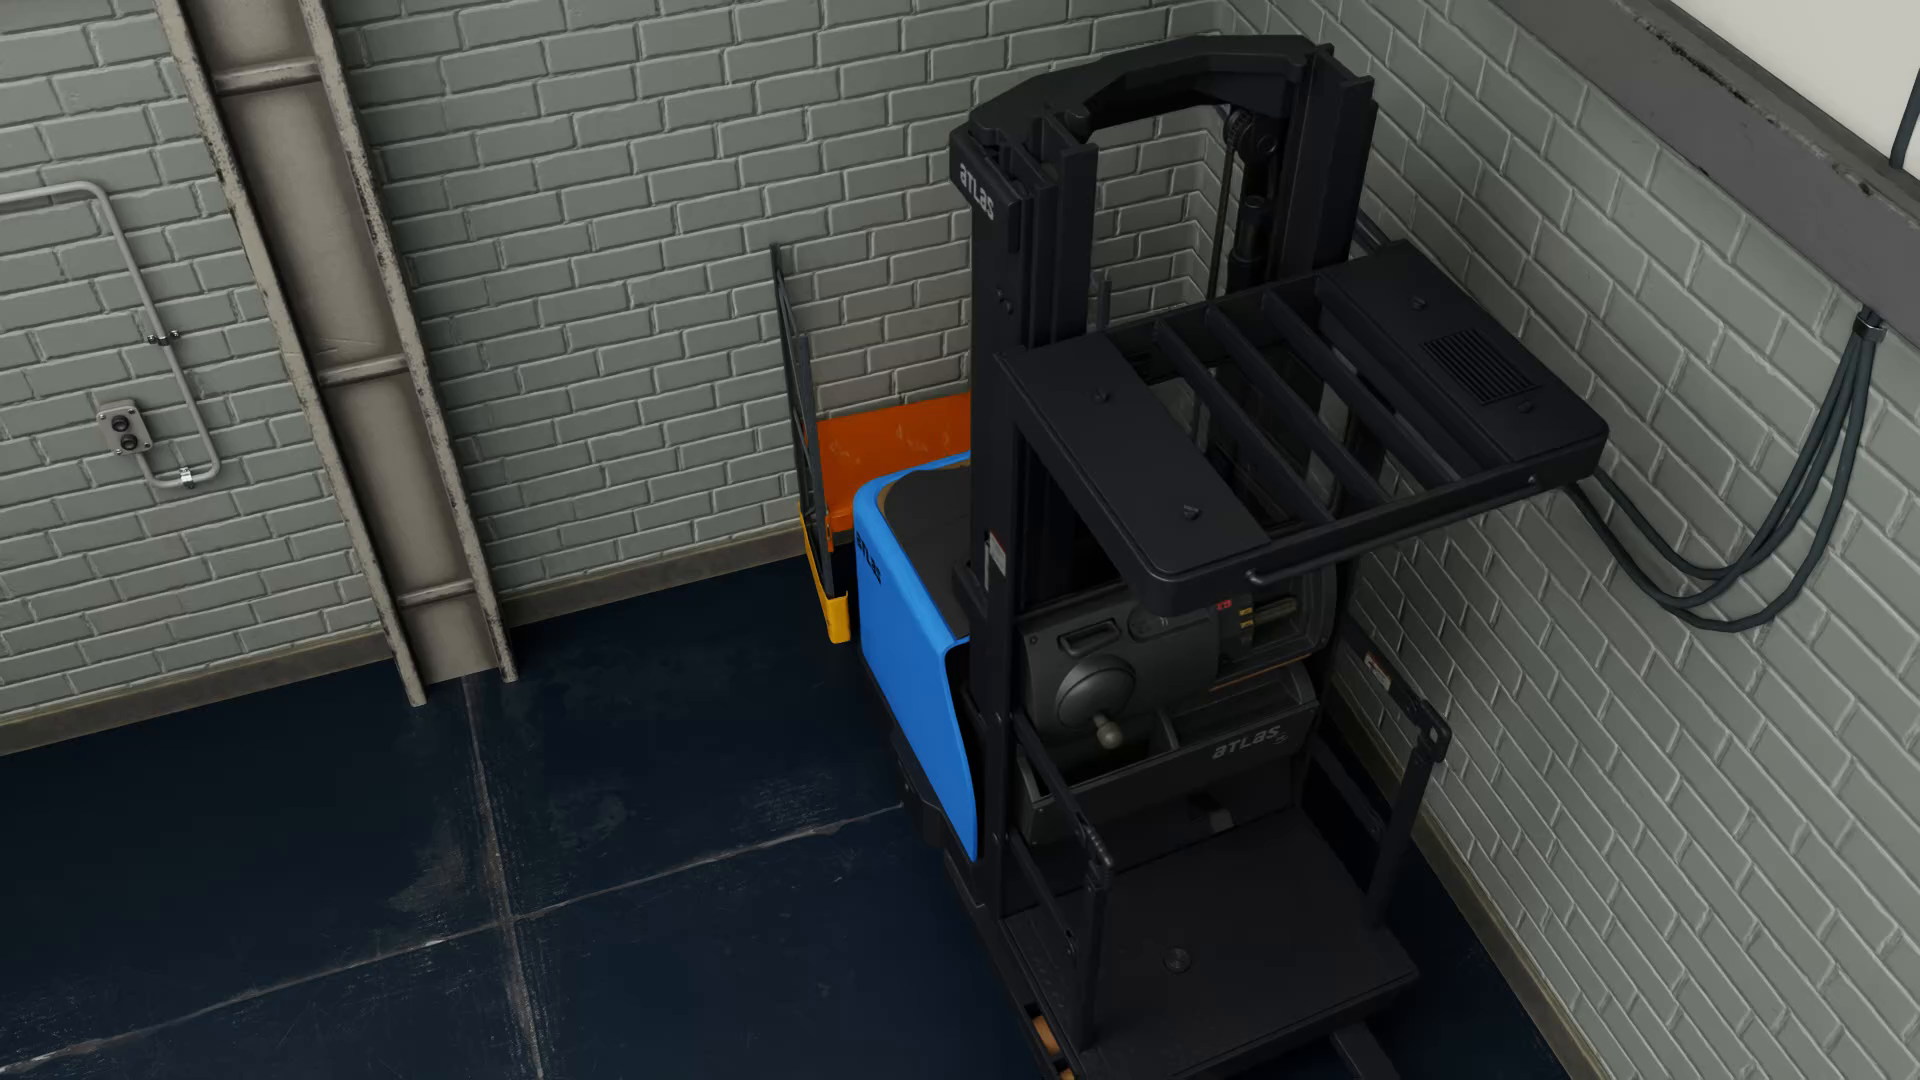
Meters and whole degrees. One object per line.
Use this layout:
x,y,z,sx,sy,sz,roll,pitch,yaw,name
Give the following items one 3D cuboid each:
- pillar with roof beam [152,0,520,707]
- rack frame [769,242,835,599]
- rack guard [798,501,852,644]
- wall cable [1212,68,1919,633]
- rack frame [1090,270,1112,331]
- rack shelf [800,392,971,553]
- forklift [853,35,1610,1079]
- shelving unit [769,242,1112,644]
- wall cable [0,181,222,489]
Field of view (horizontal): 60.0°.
-0.427,0.158,0.239,0.400,9.000,9.100,-14,47,-14,pillar with roof beam
-0.554,-0.318,5.993,0.032,1.500,0.500,-12,49,-10,rack frame
-0.528,0.098,6.459,0.087,0.250,0.587,-12,49,-10,rack guard
1.307,-1.510,4.094,0.112,2.526,3.097,-14,47,-14,wall cable
0.428,-0.521,6.162,0.032,1.500,0.500,-12,49,-10,rack frame
-0.061,-0.299,6.211,1.000,0.185,0.538,-12,49,-10,rack shelf
0.690,0.359,4.323,1.130,2.935,3.031,-17,48,-17,forklift
-0.054,-0.421,6.079,1.083,1.500,0.587,-12,49,-10,shelving unit
-3.251,-0.663,4.576,1.851,1.984,0.084,-14,47,-14,wall cable
